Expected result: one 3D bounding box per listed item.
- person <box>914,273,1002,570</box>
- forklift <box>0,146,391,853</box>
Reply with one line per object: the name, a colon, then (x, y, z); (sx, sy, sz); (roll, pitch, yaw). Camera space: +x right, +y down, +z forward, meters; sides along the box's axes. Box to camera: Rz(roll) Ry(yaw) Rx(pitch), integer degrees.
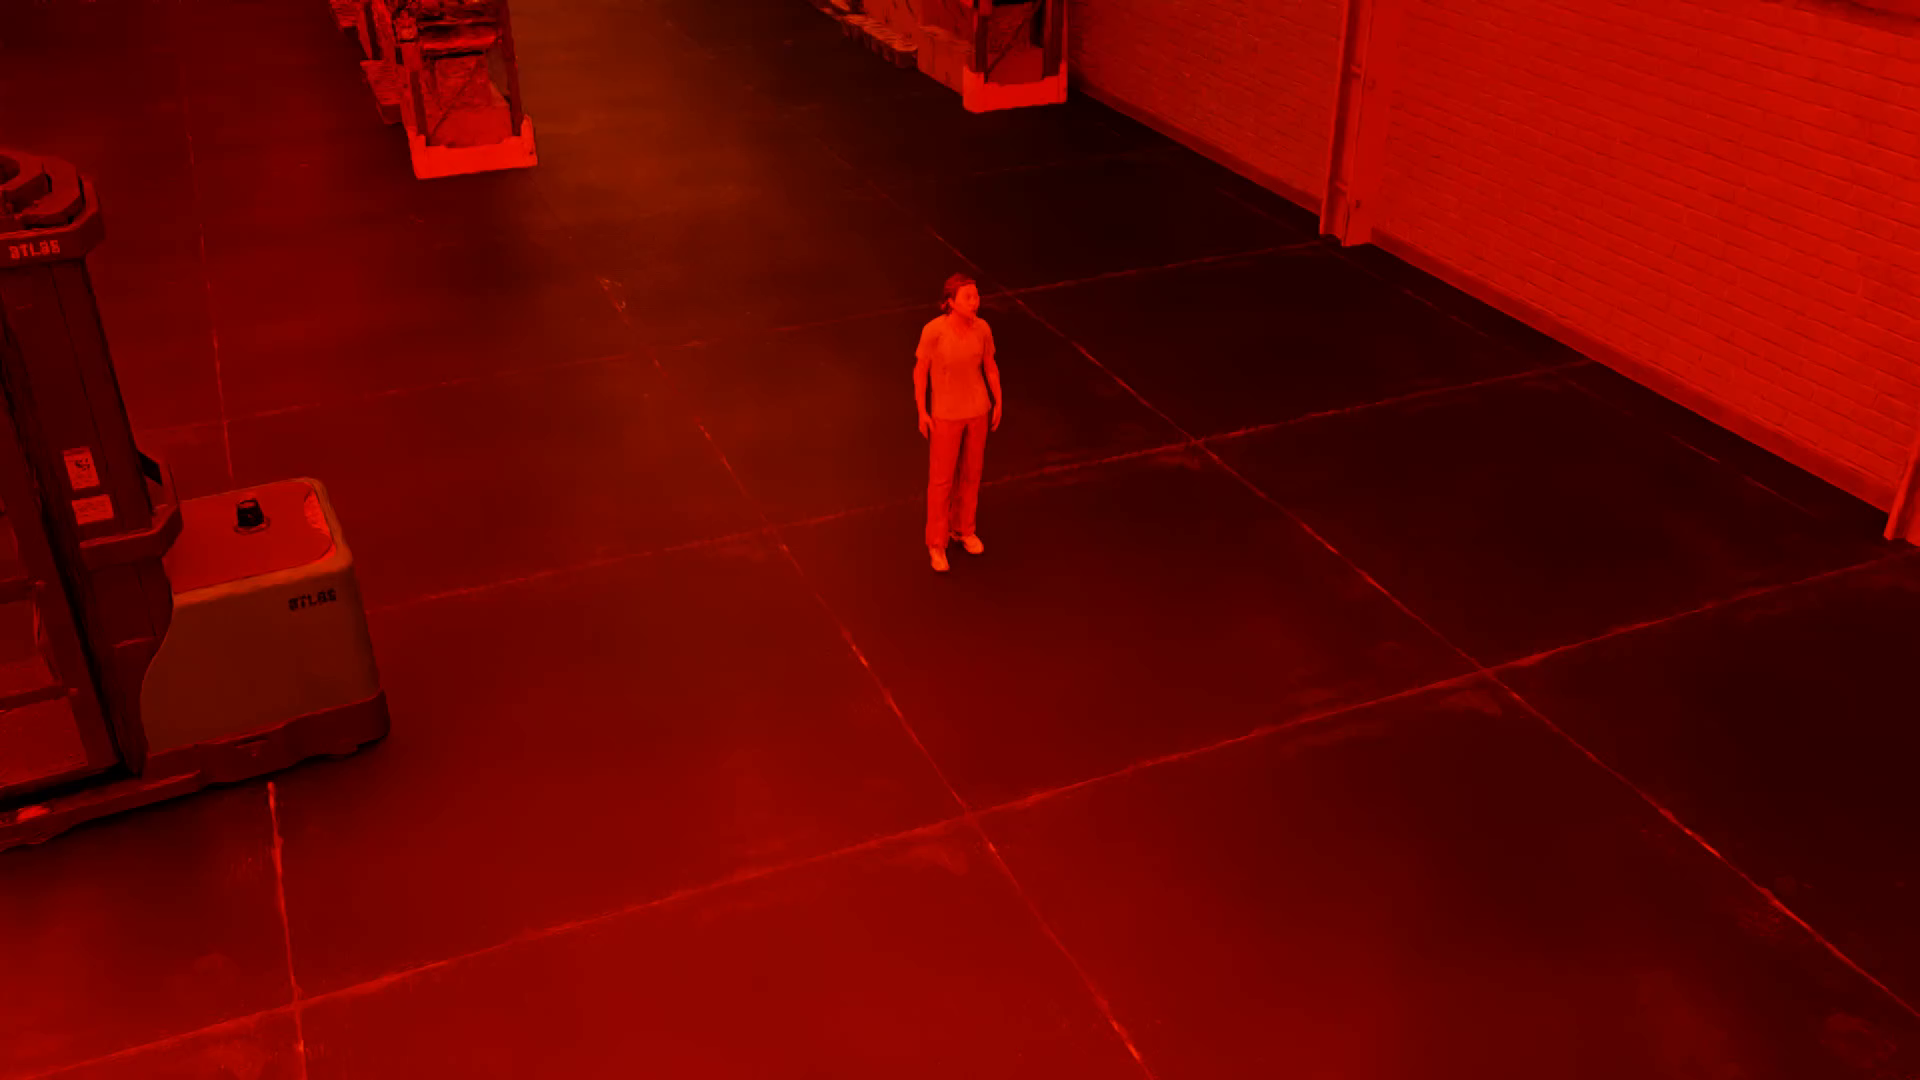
person: (0.020, -0.693, 9.593); (0.554, 1.663, 0.548); (-12, 32, -20)
forklift: (-4.389, -0.135, 7.356); (3.031, 2.935, 1.130); (-14, 33, -23)
